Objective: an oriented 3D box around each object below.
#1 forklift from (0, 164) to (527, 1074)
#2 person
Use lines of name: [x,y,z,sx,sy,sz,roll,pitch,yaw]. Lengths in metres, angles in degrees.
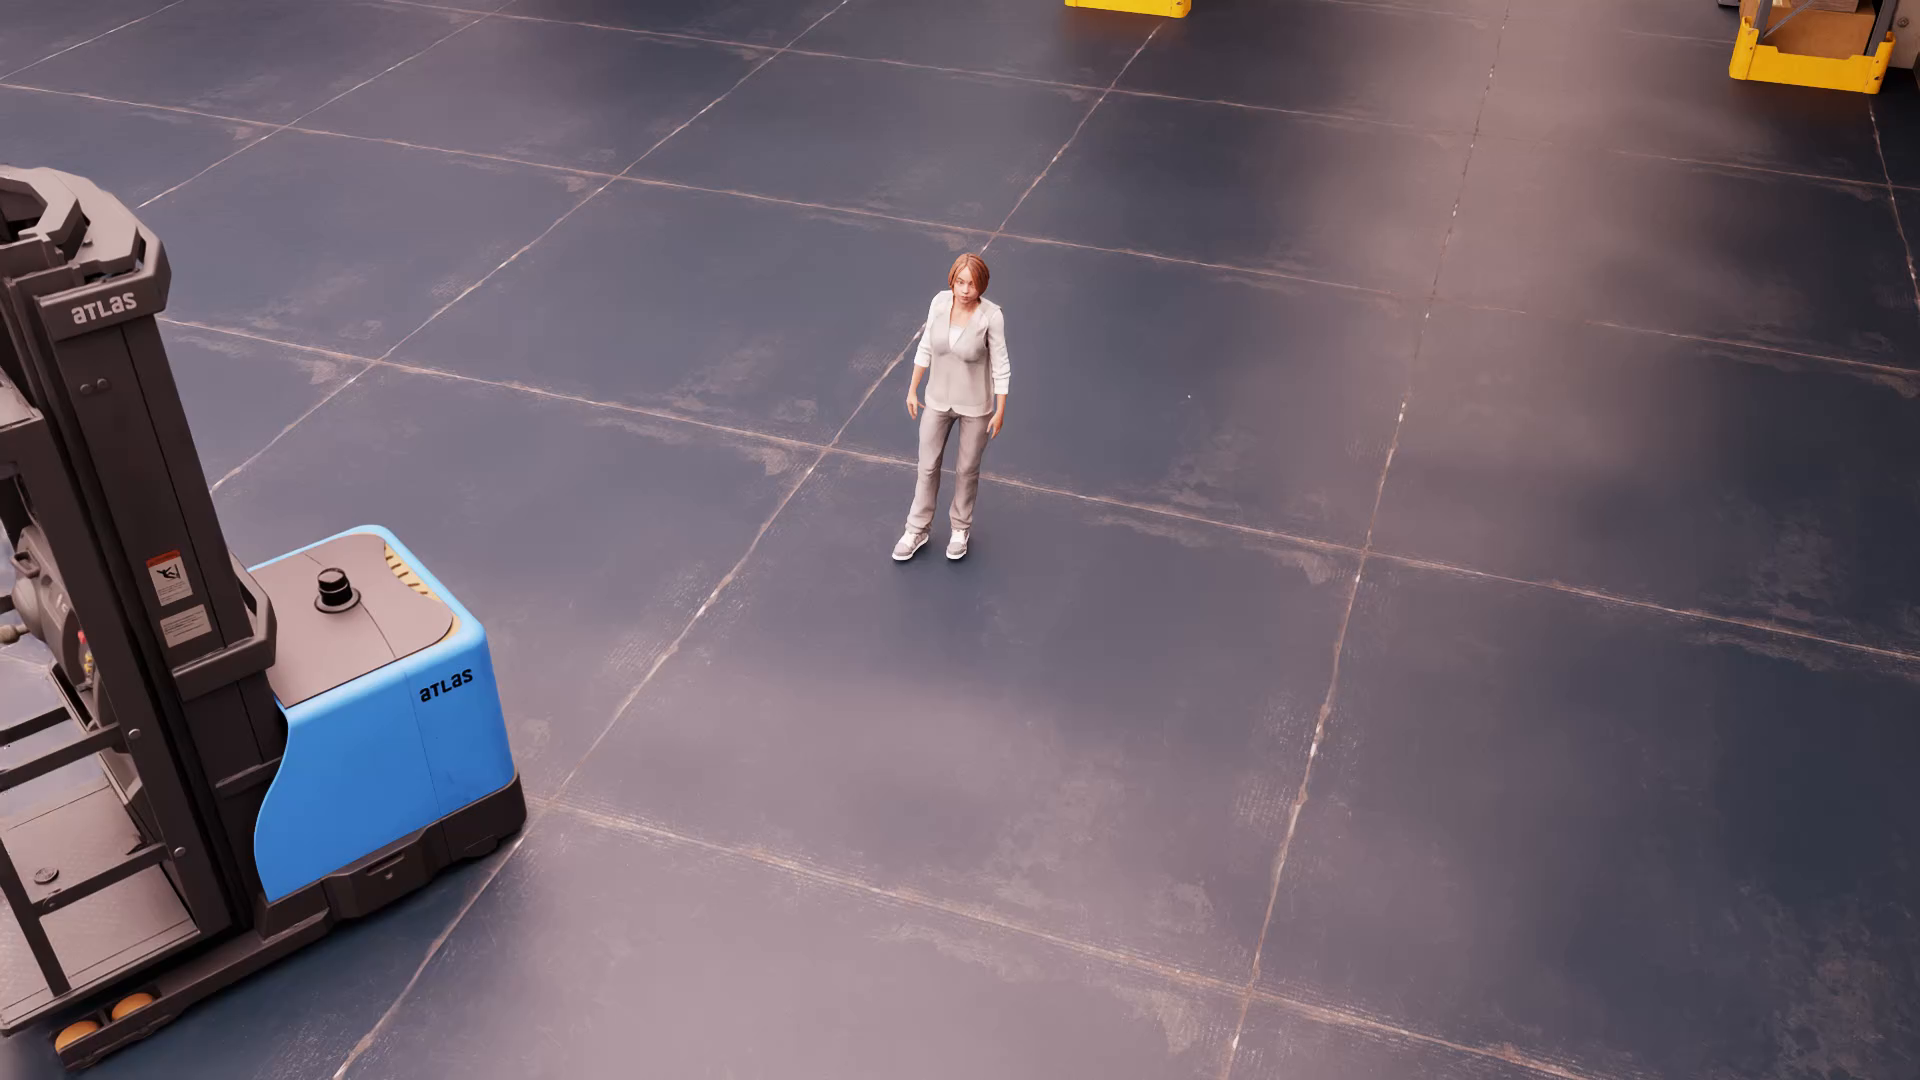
forklift: [-3.251,0.354,5.612,3.031,2.935,1.130,-26,43,-32]
person: [-0.038,-0.620,8.125,0.520,1.599,0.473,12,37,16]
